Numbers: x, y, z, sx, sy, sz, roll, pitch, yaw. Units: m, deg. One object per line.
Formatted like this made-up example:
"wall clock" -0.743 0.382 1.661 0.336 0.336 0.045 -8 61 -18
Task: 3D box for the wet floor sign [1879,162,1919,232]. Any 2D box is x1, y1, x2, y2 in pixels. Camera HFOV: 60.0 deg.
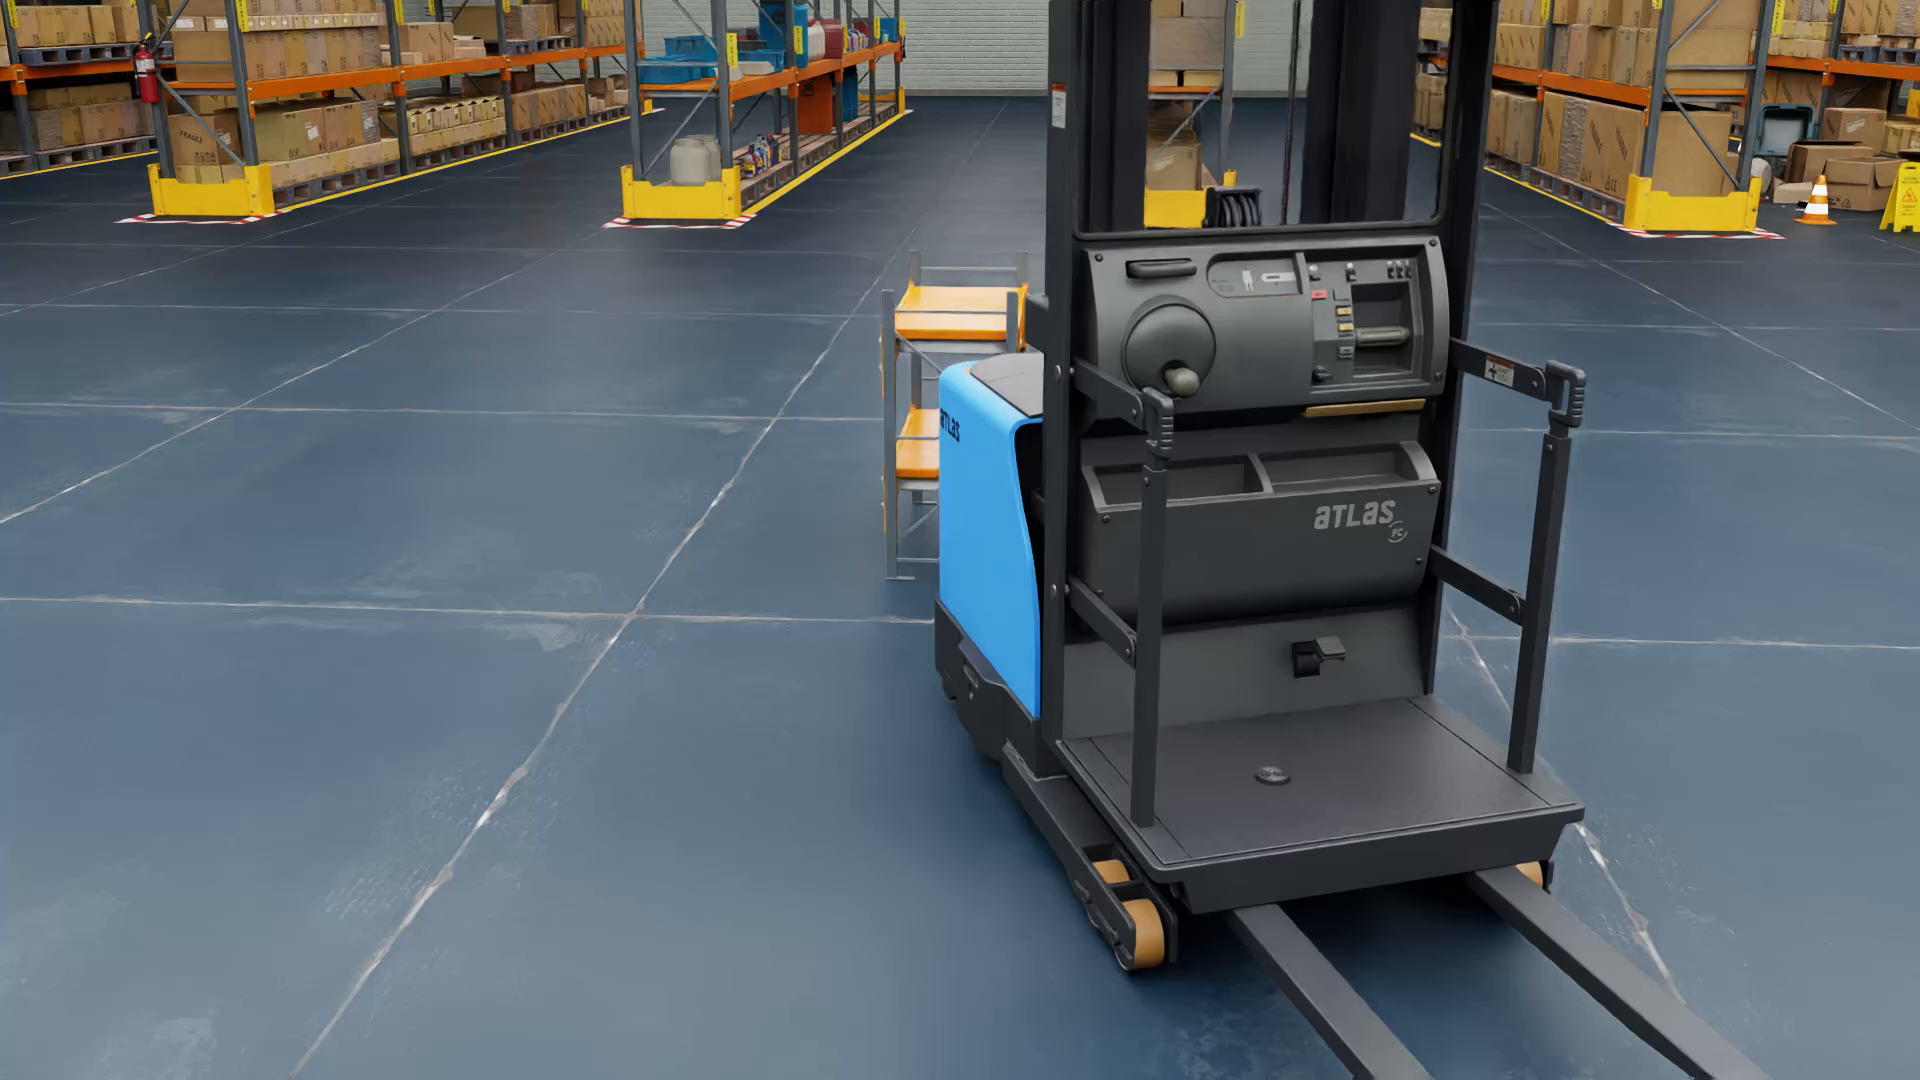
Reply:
"wet floor sign" 9.055 -3.290 15.928 0.267 0.644 0.232 -2 18 -6

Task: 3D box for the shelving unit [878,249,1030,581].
"shelving unit" 0.000 -0.537 6.754 0.538 1.125 1.048 1 18 4

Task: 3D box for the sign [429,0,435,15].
"sign" -7.706 -7.833 24.278 0.100 0.325 0.005 1 18 4

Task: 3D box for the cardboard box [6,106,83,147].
"cardboard box" -12.369 -5.590 22.473 0.700 0.500 0.500 1 18 3

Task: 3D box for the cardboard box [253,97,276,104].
"cardboard box" -11.797 -7.360 27.345 0.750 0.750 0.750 2 18 6

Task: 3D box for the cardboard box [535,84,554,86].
"cardboard box" -7.155 -7.430 28.088 0.500 0.500 0.500 0 18 1

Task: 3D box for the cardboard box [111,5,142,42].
"cardboard box" -12.142 -7.357 23.690 0.700 0.500 0.500 0 18 -1

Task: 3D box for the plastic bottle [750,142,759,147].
"plastic bottle" -2.433 -4.601 19.816 0.152 0.276 0.135 1 18 4

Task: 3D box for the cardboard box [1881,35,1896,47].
"cardboard box" 12.293 -6.518 21.728 0.380 0.149 0.250 2 18 7

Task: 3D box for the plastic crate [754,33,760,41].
"plastic crate" -2.742 -6.299 21.355 0.392 0.384 0.575 1 18 4

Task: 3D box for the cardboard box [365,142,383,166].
"cardboard box" -7.312 -4.658 20.062 0.500 0.250 0.500 1 18 4

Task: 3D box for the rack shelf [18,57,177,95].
"rack shelf" -12.249 -6.458 22.968 1.077 0.370 4.000 1 18 4

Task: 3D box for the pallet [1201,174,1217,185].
"pallet" 2.332 -3.932 18.584 1.003 0.211 1.213 1 18 4

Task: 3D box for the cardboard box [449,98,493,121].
"cardboard box" -6.987 -6.141 23.687 0.500 0.311 0.500 1 18 3

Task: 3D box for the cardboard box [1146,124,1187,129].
"cardboard box" 2.327 -4.557 19.352 0.500 0.500 0.500 7 20 21

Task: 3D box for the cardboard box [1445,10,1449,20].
"cardboard box" 7.273 -7.631 24.169 0.380 0.149 0.250 2 18 6

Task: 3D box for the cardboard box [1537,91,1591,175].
"cardboard box" 7.254 -4.701 19.189 0.875 0.875 0.875 2 18 5

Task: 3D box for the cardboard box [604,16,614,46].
"cardboard box" -6.498 -9.068 29.618 0.500 0.500 0.500 1 18 4

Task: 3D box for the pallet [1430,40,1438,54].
"pallet" 7.757 -7.471 25.215 1.003 0.211 1.213 1 18 4

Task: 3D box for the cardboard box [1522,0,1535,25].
"cardboard box" 7.470 -6.698 20.781 0.700 0.500 0.500 1 18 4

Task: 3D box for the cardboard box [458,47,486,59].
"cardboard box" -6.953 -6.906 23.586 0.380 0.149 0.250 1 18 4

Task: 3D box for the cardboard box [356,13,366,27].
"cardboard box" -7.293 -6.177 19.755 0.380 0.149 0.250 1 18 2

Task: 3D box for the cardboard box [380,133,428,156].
"cardboard box" -7.175 -5.081 21.355 0.500 0.250 0.500 1 18 3

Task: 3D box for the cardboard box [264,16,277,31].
"cardboard box" -7.460 -5.459 17.563 0.380 0.149 0.250 1 18 4

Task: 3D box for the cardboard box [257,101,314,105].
"cardboard box" -7.868 -4.870 19.507 0.500 0.500 0.500 1 18 4

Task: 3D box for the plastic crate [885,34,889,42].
"plastic crate" -1.529 -9.330 30.906 0.396 0.136 0.243 1 18 4

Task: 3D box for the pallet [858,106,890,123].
"pallet" -1.839 -7.726 30.162 1.003 0.211 1.213 1 18 4

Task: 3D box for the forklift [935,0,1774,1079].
"forklift" 0.816 -0.527 3.825 1.130 2.935 3.031 -5 19 -15

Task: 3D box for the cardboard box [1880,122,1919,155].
"cardboard box" 12.445 -5.178 21.455 0.950 0.372 0.625 2 18 6

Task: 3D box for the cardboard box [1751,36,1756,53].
"cardboard box" 12.504 -7.588 25.505 0.500 0.250 0.500 1 18 3

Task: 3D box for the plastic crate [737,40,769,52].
"plastic crate" -2.675 -5.768 19.808 0.767 0.338 0.504 1 18 4

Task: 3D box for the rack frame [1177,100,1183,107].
"rack frame" 2.716 -7.089 23.740 1.000 3.000 0.127 1 18 4

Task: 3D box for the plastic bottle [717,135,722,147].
"plastic bottle" -2.839 -4.663 19.883 0.144 0.351 0.185 1 18 4

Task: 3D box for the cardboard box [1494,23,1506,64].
"cardboard box" 7.284 -6.546 21.923 0.500 0.500 0.500 1 18 4

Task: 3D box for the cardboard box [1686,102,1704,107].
"cardboard box" 13.103 -7.563 28.626 0.875 0.438 0.875 1 18 2

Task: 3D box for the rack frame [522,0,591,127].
"rack frame" -6.878 -8.553 28.210 1.000 3.000 0.127 1 18 4

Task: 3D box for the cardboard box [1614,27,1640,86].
"cardboard box" 7.082 -4.821 16.578 0.875 0.550 0.550 1 18 4

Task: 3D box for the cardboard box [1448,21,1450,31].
"cardboard box" 7.255 -7.415 23.986 0.380 0.149 0.250 2 18 6

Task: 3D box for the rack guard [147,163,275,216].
"rack guard" -7.740 -3.631 17.202 1.175 0.500 0.348 1 18 4

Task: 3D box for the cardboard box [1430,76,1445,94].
"cardboard box" 7.550 -7.010 25.634 0.500 0.250 0.500 2 18 6

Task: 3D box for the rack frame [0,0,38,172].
"rack frame" -12.392 -6.178 20.961 1.000 3.000 0.127 1 18 4

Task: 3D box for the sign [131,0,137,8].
"sign" -8.278 -5.506 16.668 0.100 0.325 0.005 1 18 4

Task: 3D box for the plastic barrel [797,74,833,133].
"plastic barrel" -2.206 -6.520 24.815 0.600 0.830 0.708 1 18 4

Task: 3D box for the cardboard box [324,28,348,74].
"cardboard box" -7.548 -5.659 19.215 0.700 0.500 0.500 2 18 5

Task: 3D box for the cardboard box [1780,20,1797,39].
"cardboard box" 12.431 -7.509 24.459 0.500 0.250 0.500 1 18 2

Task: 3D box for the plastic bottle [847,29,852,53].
"plastic bottle" -1.756 -7.783 25.939 0.144 0.351 0.185 1 18 4

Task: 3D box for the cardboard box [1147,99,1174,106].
"cardboard box" 2.670 -6.093 22.803 0.500 0.250 0.500 3 18 10

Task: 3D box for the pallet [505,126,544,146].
"pallet" -7.073 -6.217 25.557 1.003 0.211 1.213 1 18 4

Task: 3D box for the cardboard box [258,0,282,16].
"cardboard box" -7.656 -5.815 17.608 0.700 0.500 0.500 1 18 2

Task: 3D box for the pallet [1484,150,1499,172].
"pallet" 7.434 -5.001 21.845 1.003 0.211 1.213 1 18 4

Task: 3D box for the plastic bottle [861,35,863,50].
"plastic bottle" -1.669 -8.140 27.146 0.152 0.276 0.135 1 18 4

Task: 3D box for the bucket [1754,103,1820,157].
"bucket" 9.659 -4.777 19.502 0.726 0.611 0.620 8 10 23

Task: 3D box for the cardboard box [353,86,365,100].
"cardboard box" -11.554 -8.386 31.037 0.700 0.500 0.500 1 18 2

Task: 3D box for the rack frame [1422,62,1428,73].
"rack frame" 8.229 -9.431 30.889 1.000 3.000 0.127 1 18 4

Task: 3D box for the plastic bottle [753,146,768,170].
"plastic bottle" -2.322 -4.455 19.370 0.152 0.276 0.135 2 18 5

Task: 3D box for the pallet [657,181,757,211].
"pallet" -2.776 -3.666 17.774 1.003 0.211 1.213 1 18 4

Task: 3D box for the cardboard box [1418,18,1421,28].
"cardboard box" 7.421 -8.138 26.192 0.380 0.149 0.250 2 18 5

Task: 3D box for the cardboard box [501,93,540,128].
"cardboard box" -6.815 -6.630 25.647 0.500 0.500 0.500 1 18 2

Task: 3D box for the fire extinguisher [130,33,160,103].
"fire extinguisher" -8.210 -4.763 16.767 0.296 0.674 0.183 1 18 4
